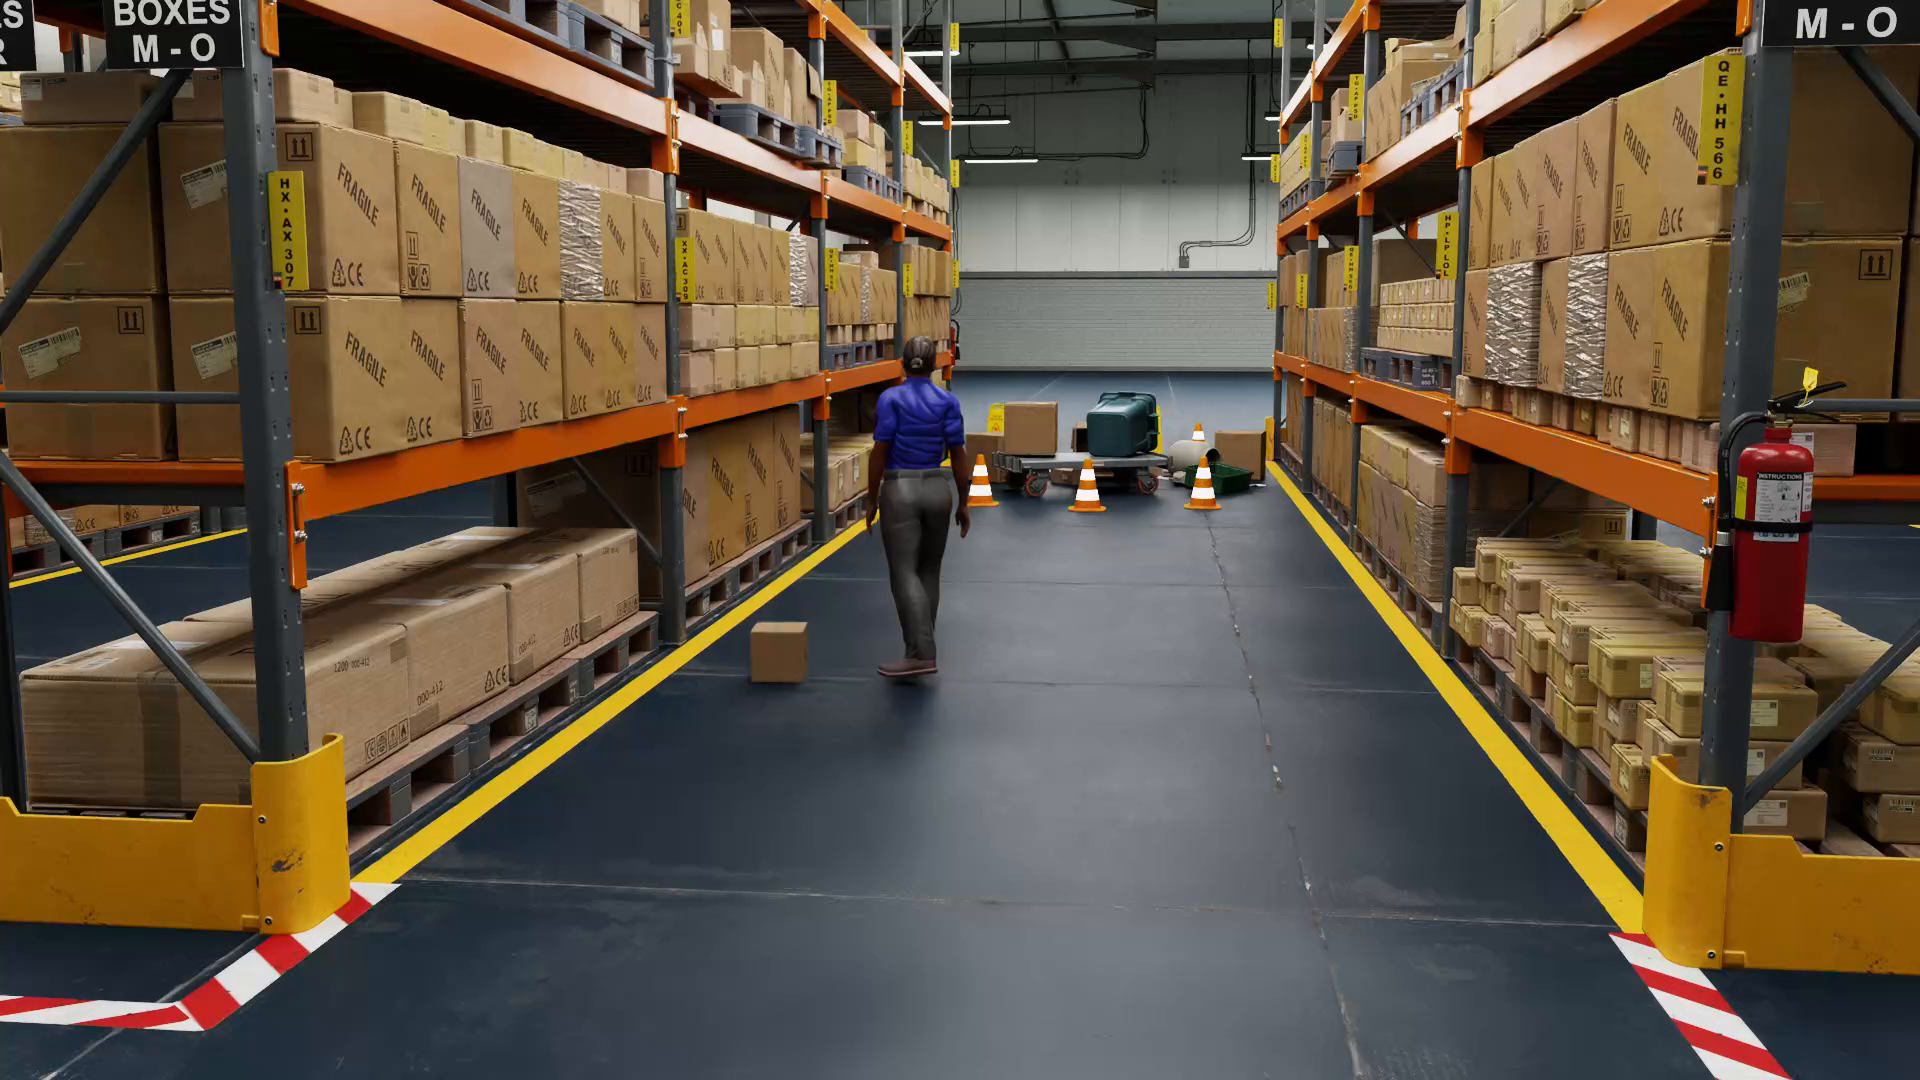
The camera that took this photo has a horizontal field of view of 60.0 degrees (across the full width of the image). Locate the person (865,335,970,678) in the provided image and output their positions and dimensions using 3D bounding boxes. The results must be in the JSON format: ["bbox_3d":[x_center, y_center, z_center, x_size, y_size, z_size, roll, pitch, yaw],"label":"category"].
[{"bbox_3d":[-0.195,-0.164,8.064,0.526,1.647,0.577,-3,8,-22],"label":"person"}]
